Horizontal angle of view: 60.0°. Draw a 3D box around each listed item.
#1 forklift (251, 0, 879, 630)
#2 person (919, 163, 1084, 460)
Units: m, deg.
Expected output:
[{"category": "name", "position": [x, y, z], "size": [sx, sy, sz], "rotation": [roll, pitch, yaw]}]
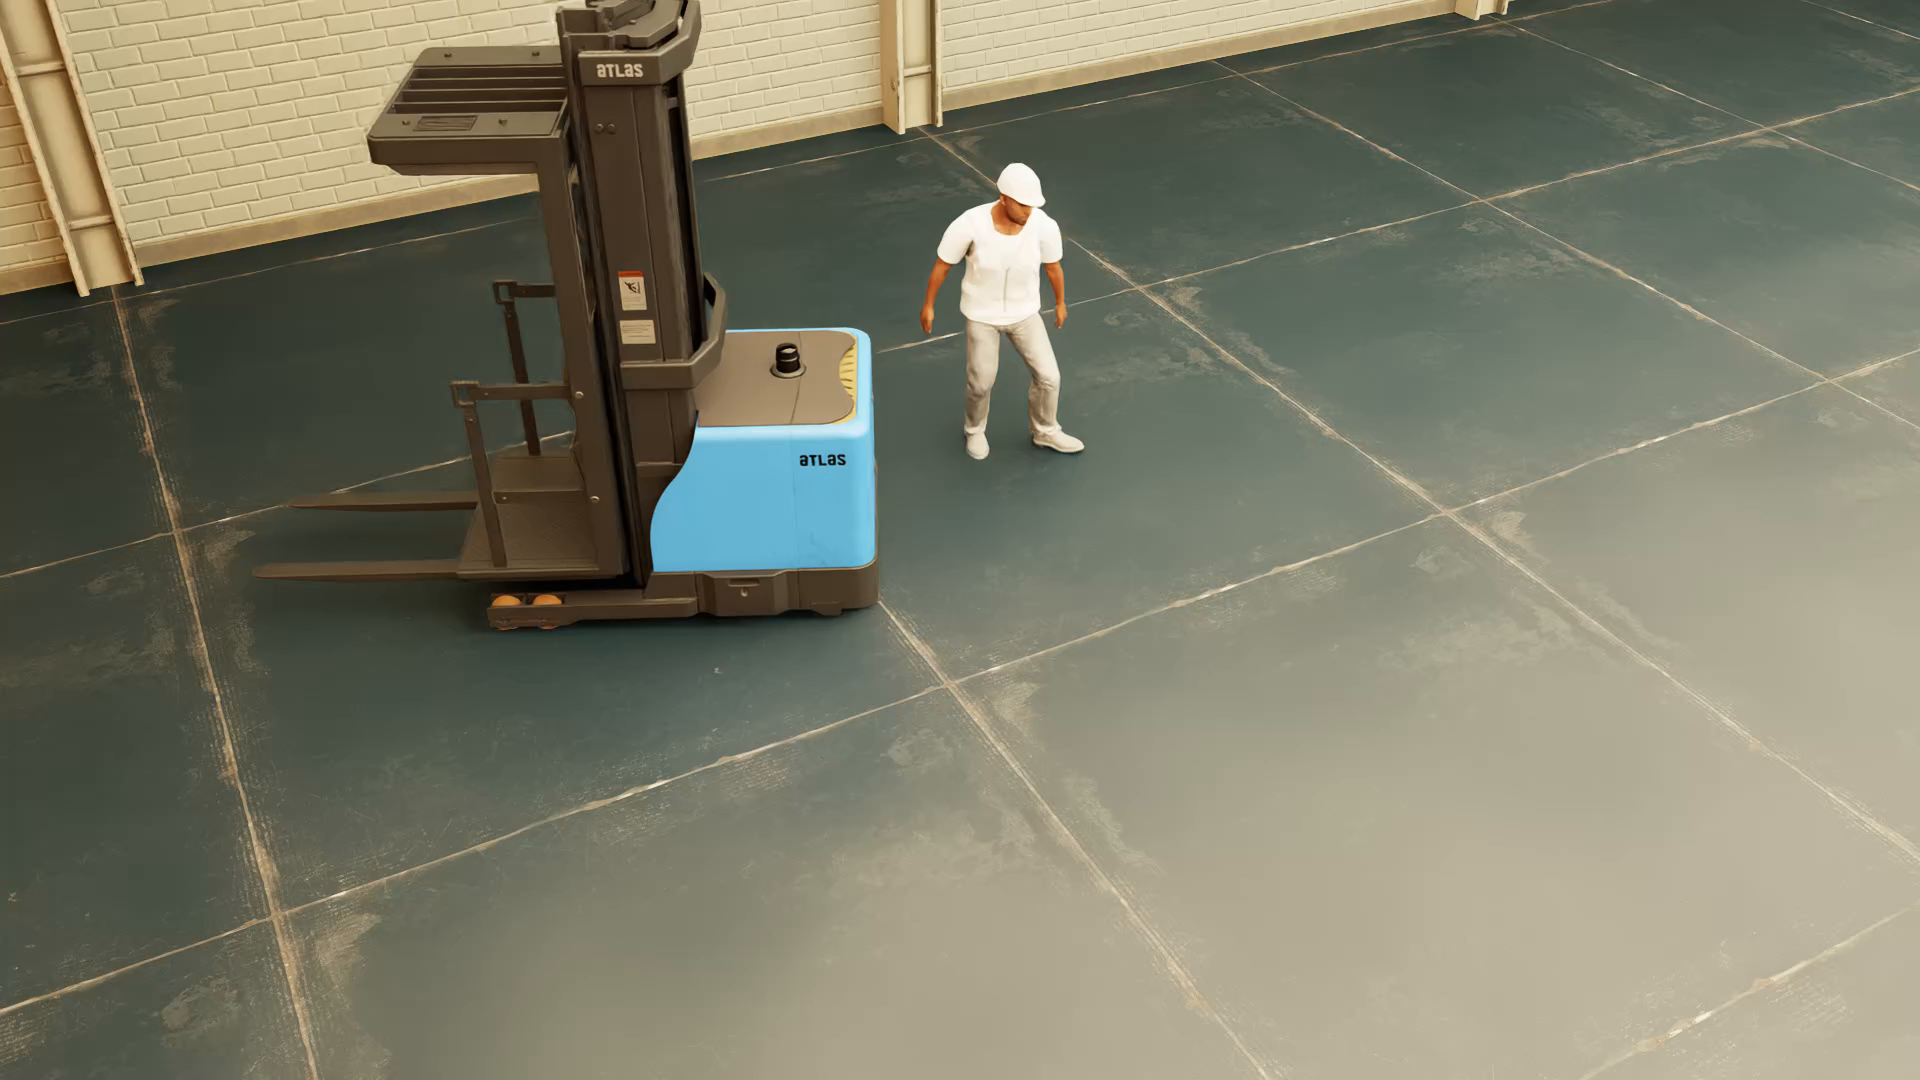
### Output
[{"category": "forklift", "position": [-1.930, -1.074, 7.643], "size": [3.031, 2.935, 1.130], "rotation": [-1, 35, -2]}, {"category": "person", "position": [0.239, -1.209, 8.891], "size": [0.893, 1.733, 0.472], "rotation": [-5, 36, -8]}]
